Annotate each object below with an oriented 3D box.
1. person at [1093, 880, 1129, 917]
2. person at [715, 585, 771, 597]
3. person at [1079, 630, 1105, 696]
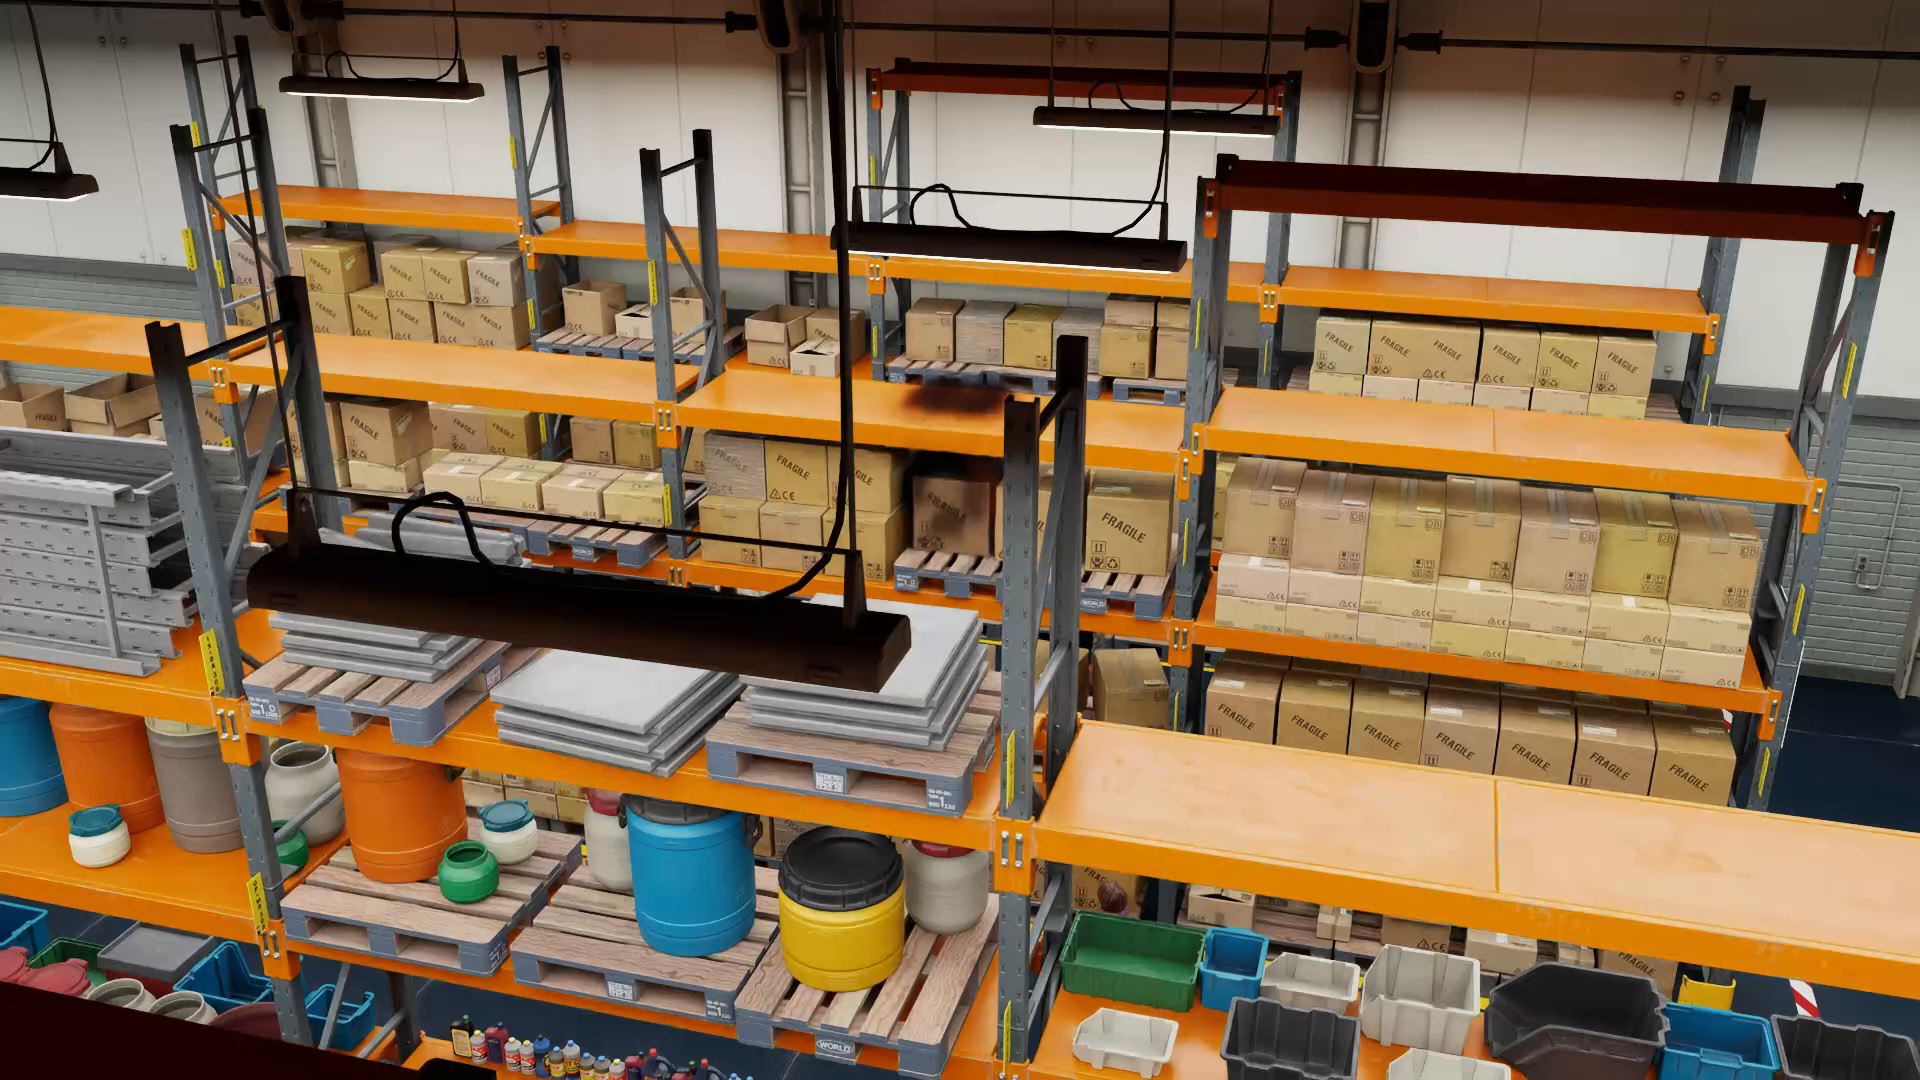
[{"bbox_3d":[0.975,3.019,11.441,0.477,1.494,0.424,4,23,9],"label":"person"},{"bbox_3d":[-2.136,0.814,16.415,0.681,1.771,0.345,10,24,22],"label":"person"},{"bbox_3d":[1.176,1.091,15.918,0.690,1.695,0.634,2,23,4],"label":"person"}]
